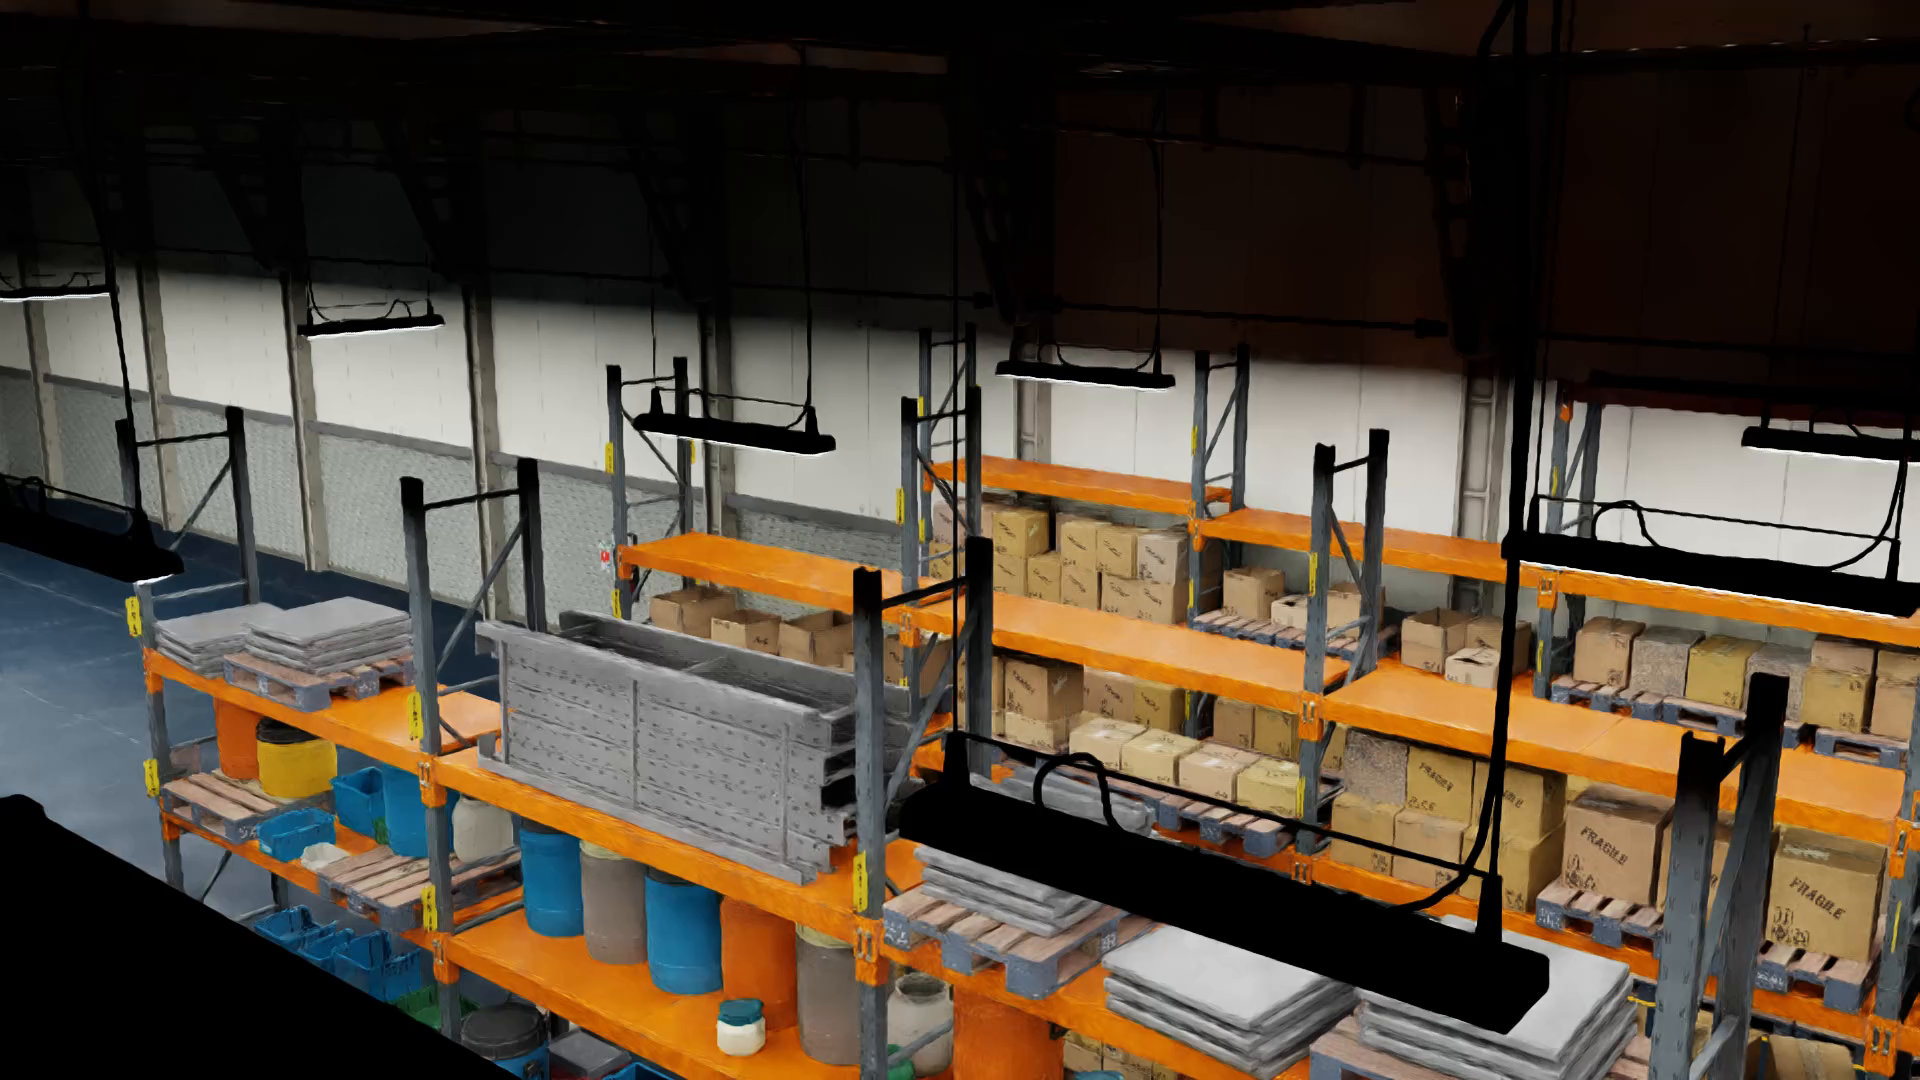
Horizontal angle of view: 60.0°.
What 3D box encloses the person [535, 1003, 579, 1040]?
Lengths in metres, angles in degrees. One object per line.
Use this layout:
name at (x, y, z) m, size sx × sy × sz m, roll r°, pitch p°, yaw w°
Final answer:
person at (-3.374, 4.136, 14.260) m, size 0.506 × 1.632 × 0.639 m, roll 10°, pitch 16°, yaw 36°
